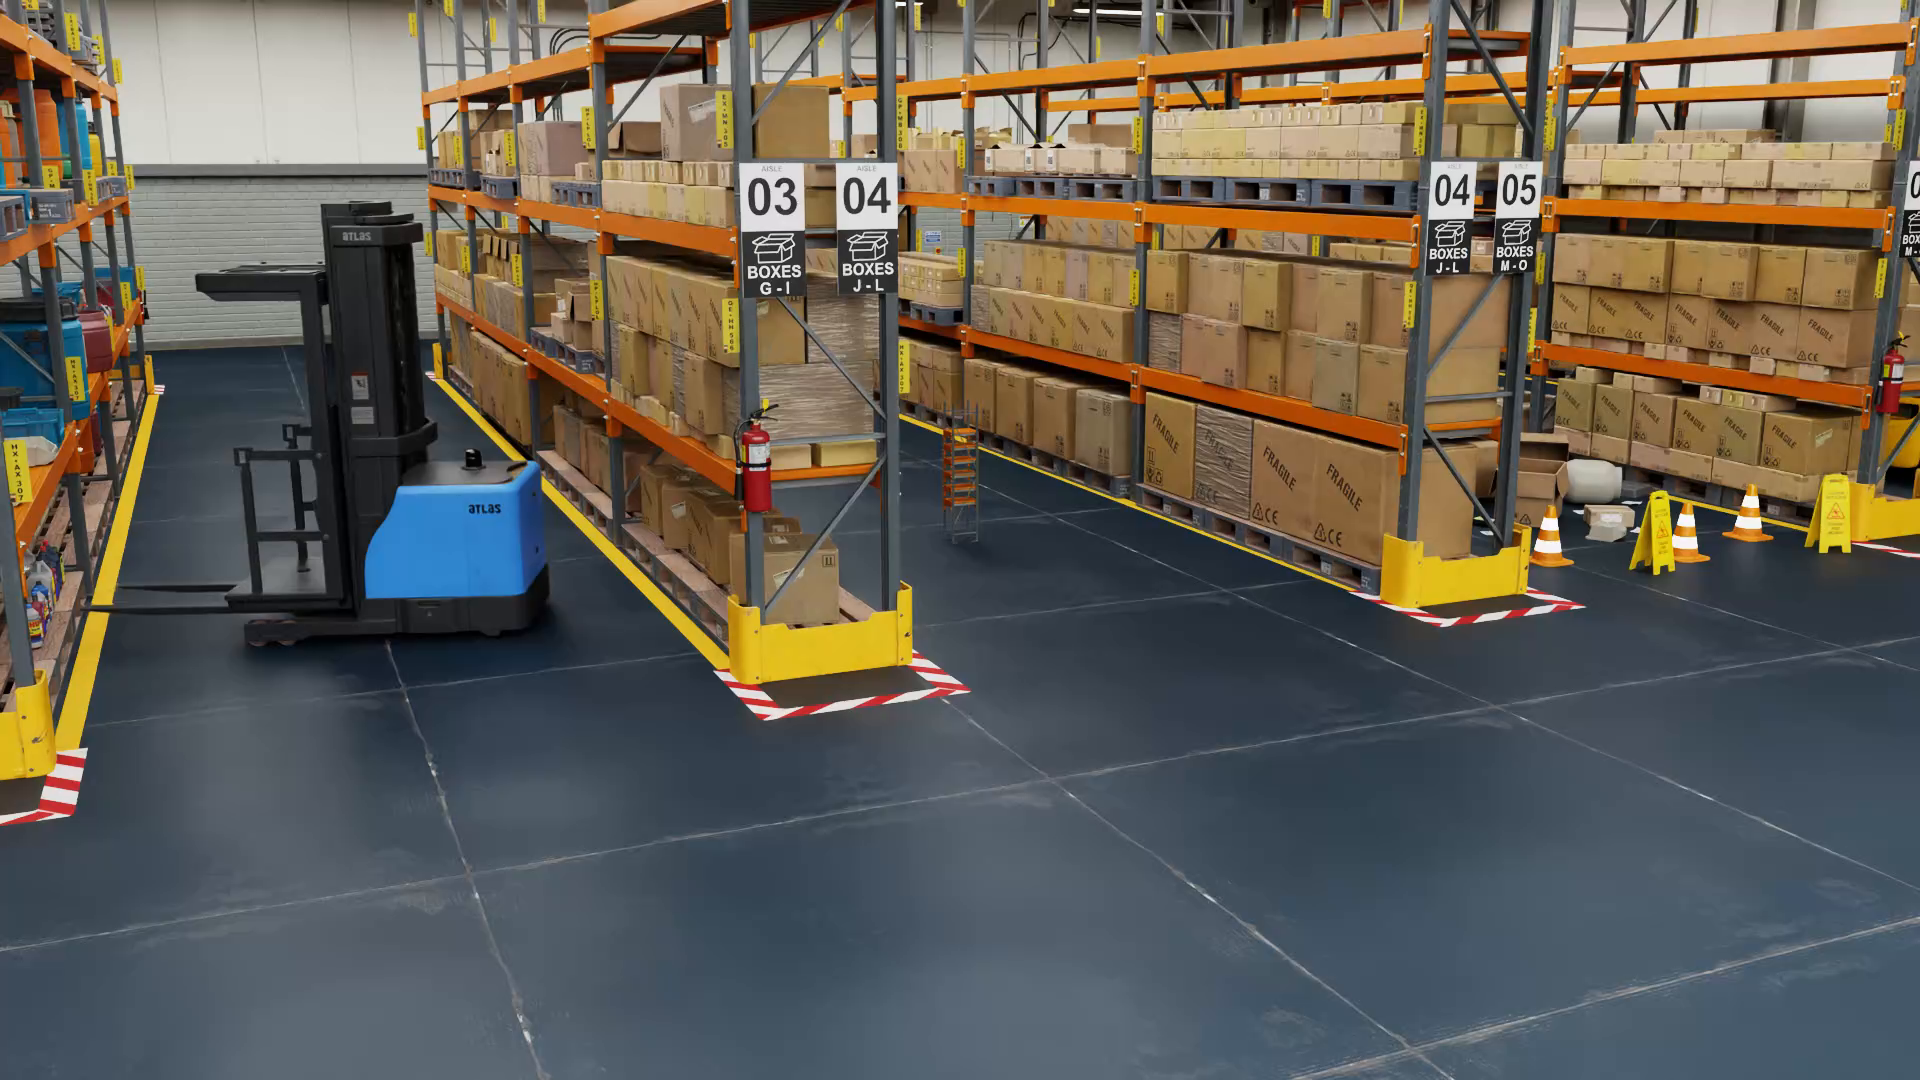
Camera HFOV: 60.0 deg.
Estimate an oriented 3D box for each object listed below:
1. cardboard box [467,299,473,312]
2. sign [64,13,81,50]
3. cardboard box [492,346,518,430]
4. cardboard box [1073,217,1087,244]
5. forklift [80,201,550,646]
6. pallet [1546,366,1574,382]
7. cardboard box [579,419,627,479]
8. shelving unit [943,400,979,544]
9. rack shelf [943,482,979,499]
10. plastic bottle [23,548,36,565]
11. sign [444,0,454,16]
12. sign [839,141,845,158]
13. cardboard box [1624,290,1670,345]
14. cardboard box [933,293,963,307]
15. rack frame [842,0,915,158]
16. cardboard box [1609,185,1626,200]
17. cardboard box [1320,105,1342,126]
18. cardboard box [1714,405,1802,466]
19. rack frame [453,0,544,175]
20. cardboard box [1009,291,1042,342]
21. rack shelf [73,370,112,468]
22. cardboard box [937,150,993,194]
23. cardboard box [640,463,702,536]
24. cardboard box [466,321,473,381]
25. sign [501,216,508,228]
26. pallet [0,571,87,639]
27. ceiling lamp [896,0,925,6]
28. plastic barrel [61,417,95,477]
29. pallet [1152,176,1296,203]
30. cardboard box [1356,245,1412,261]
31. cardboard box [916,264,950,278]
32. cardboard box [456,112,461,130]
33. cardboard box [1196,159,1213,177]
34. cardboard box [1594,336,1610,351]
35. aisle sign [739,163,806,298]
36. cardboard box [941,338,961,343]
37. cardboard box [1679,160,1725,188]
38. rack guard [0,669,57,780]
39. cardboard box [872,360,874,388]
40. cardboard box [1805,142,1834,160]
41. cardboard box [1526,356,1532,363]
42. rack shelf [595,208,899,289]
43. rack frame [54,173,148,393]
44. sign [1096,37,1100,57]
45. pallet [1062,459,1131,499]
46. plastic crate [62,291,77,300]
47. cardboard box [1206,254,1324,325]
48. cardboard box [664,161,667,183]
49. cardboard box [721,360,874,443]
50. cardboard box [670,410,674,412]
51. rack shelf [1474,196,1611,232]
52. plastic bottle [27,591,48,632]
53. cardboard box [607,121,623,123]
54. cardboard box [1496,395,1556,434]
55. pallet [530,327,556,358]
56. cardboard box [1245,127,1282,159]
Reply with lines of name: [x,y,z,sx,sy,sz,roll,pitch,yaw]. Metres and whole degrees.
cardboard box: [-6.094,-3.011,21.284,0.380,0.149,0.250,-6,14,-23]
sign: [-8.106,-4.643,15.189,0.100,0.325,0.005,-6,14,-23]
cardboard box: [-4.677,-1.772,19.156,1.225,0.875,0.875,-6,14,-23]
cardboard box: [2.164,-5.021,26.971,0.500,0.500,0.500,-6,14,-23]
forklift: [-4.515,-0.836,11.481,3.031,2.935,1.130,-1,13,-4]
pallet: [9.293,-2.417,24.344,1.003,0.211,1.213,-6,14,-23]
cardboard box: [-3.315,-0.903,16.189,0.700,0.500,0.500,-4,14,-18]
shelving unit: [0.006,-0.582,14.222,0.258,1.200,0.189,-6,14,-23]
rack shelf: [0.006,-0.421,14.259,0.258,0.103,0.180,-6,14,-23]
plastic bottle: [-6.615,0.197,11.767,0.144,0.351,0.185,-6,14,-23]
sign: [-6.190,-6.510,20.117,0.100,0.325,0.005,-6,14,-23]
sign: [-1.581,-5.190,22.342,0.100,0.325,0.005,-6,14,-23]
cardboard box: [6.945,-2.213,16.399,0.500,0.500,0.500,-6,14,-23]
cardboard box: [-0.103,-2.843,19.628,0.380,0.149,0.250,-5,14,-22]
rack frame: [-1.087,-6.450,22.280,1.000,3.000,0.127,-6,14,-23]
cardboard box: [6.767,-3.494,16.720,0.380,0.149,0.250,-6,14,-23]
cardboard box: [2.968,-3.226,12.637,0.380,0.149,0.250,-5,14,-22]
cardboard box: [7.443,-0.996,15.523,0.500,0.500,0.500,-5,14,-21]
rack frame: [-5.672,-6.023,20.435,1.000,3.000,0.127,-6,14,-23]
cardboard box: [0.856,-2.423,17.965,0.500,0.500,0.500,-6,14,-23]
rack shelf: [-7.807,-1.062,13.903,1.077,0.370,4.000,-6,14,-23]
cardboard box: [0.054,-4.306,19.447,0.500,0.500,0.500,-6,14,-23]
cardboard box: [-2.344,-0.348,13.832,0.500,0.500,0.500,-6,14,-25]
cardboard box: [-6.223,-2.599,22.727,0.875,0.875,0.875,-6,14,-23]
sign: [-6.771,-4.652,24.724,0.100,0.325,0.005,-6,14,-23]
pallet: [-6.775,0.501,11.736,1.003,0.211,1.213,-6,14,-23]
ceiling lamp: [-1.491,-10.923,28.665,2.000,3.185,0.800,-6,14,-23]
plastic barrel: [-8.819,-1.073,16.235,0.600,0.830,0.708,-6,14,-23]
pallet: [2.436,-3.122,14.753,1.003,0.211,1.213,-6,14,-23]
cardboard box: [5.194,-3.346,20.361,0.500,0.500,0.500,-5,14,-20]
cardboard box: [-0.304,-3.239,20.017,0.380,0.149,0.250,-5,14,-21]
cardboard box: [-6.474,-5.637,22.382,0.500,0.250,0.500,-6,14,-25]
cardboard box: [2.257,-3.204,14.312,0.380,0.149,0.250,-6,14,-24]
cardboard box: [6.728,-2.026,17.029,0.380,0.149,0.250,-6,14,-23]
aisle sign: [-1.115,-1.847,9.934,0.394,0.787,0.004,-6,14,-23]
cardboard box: [0.072,-2.425,21.145,0.500,0.250,0.500,-6,14,-23]
cardboard box: [7.146,-3.445,15.624,0.500,0.250,0.500,-5,14,-22]
rack guard: [-5.477,1.033,8.798,1.175,0.500,0.348,-6,14,-23]
cardboard box: [-1.034,-2.337,22.428,0.500,0.500,0.500,-5,14,-21]
cardboard box: [7.622,-3.394,14.519,0.380,0.149,0.250,-6,14,-24]
cardboard box: [8.788,-2.885,24.793,0.500,0.500,0.500,-5,14,-21]
rack shelf: [-1.666,-2.145,11.927,1.077,0.370,4.000,-6,14,-23]
rack frame: [-11.812,-3.479,22.749,1.000,3.000,0.127,-6,14,-23]
sign: [2.309,-8.284,27.958,0.100,0.325,0.005,-6,14,-23]
pallet: [1.740,-0.668,16.789,1.003,0.211,1.213,-6,14,-23]
plastic crate: [-11.367,-3.012,20.969,0.416,0.233,0.300,-6,14,-23]
cardboard box: [2.651,-2.167,14.353,0.875,0.550,0.550,-6,14,-23]
cardboard box: [-1.844,-2.563,11.586,0.380,0.149,0.250,-6,15,-26]
cardboard box: [-1.060,-0.930,10.856,0.875,0.500,0.500,-6,14,-23]
cardboard box: [-1.902,-0.897,12.150,0.380,0.149,0.250,-6,14,-23]
rack shelf: [5.812,-3.866,19.366,1.077,0.370,4.000,-6,14,-23]
plastic bottle: [-5.981,0.468,10.770,0.097,0.271,0.097,0,13,0]
cardboard box: [-3.250,-3.743,15.905,0.500,0.500,0.500,-5,14,-22]
cardboard box: [6.401,-1.375,18.553,0.950,0.372,0.625,-5,14,-22]
pallet: [-3.686,-2.042,16.968,1.213,0.211,1.003,-6,14,-23]
cardboard box: [2.667,-3.222,13.505,0.500,0.250,0.500,-5,14,-22]
